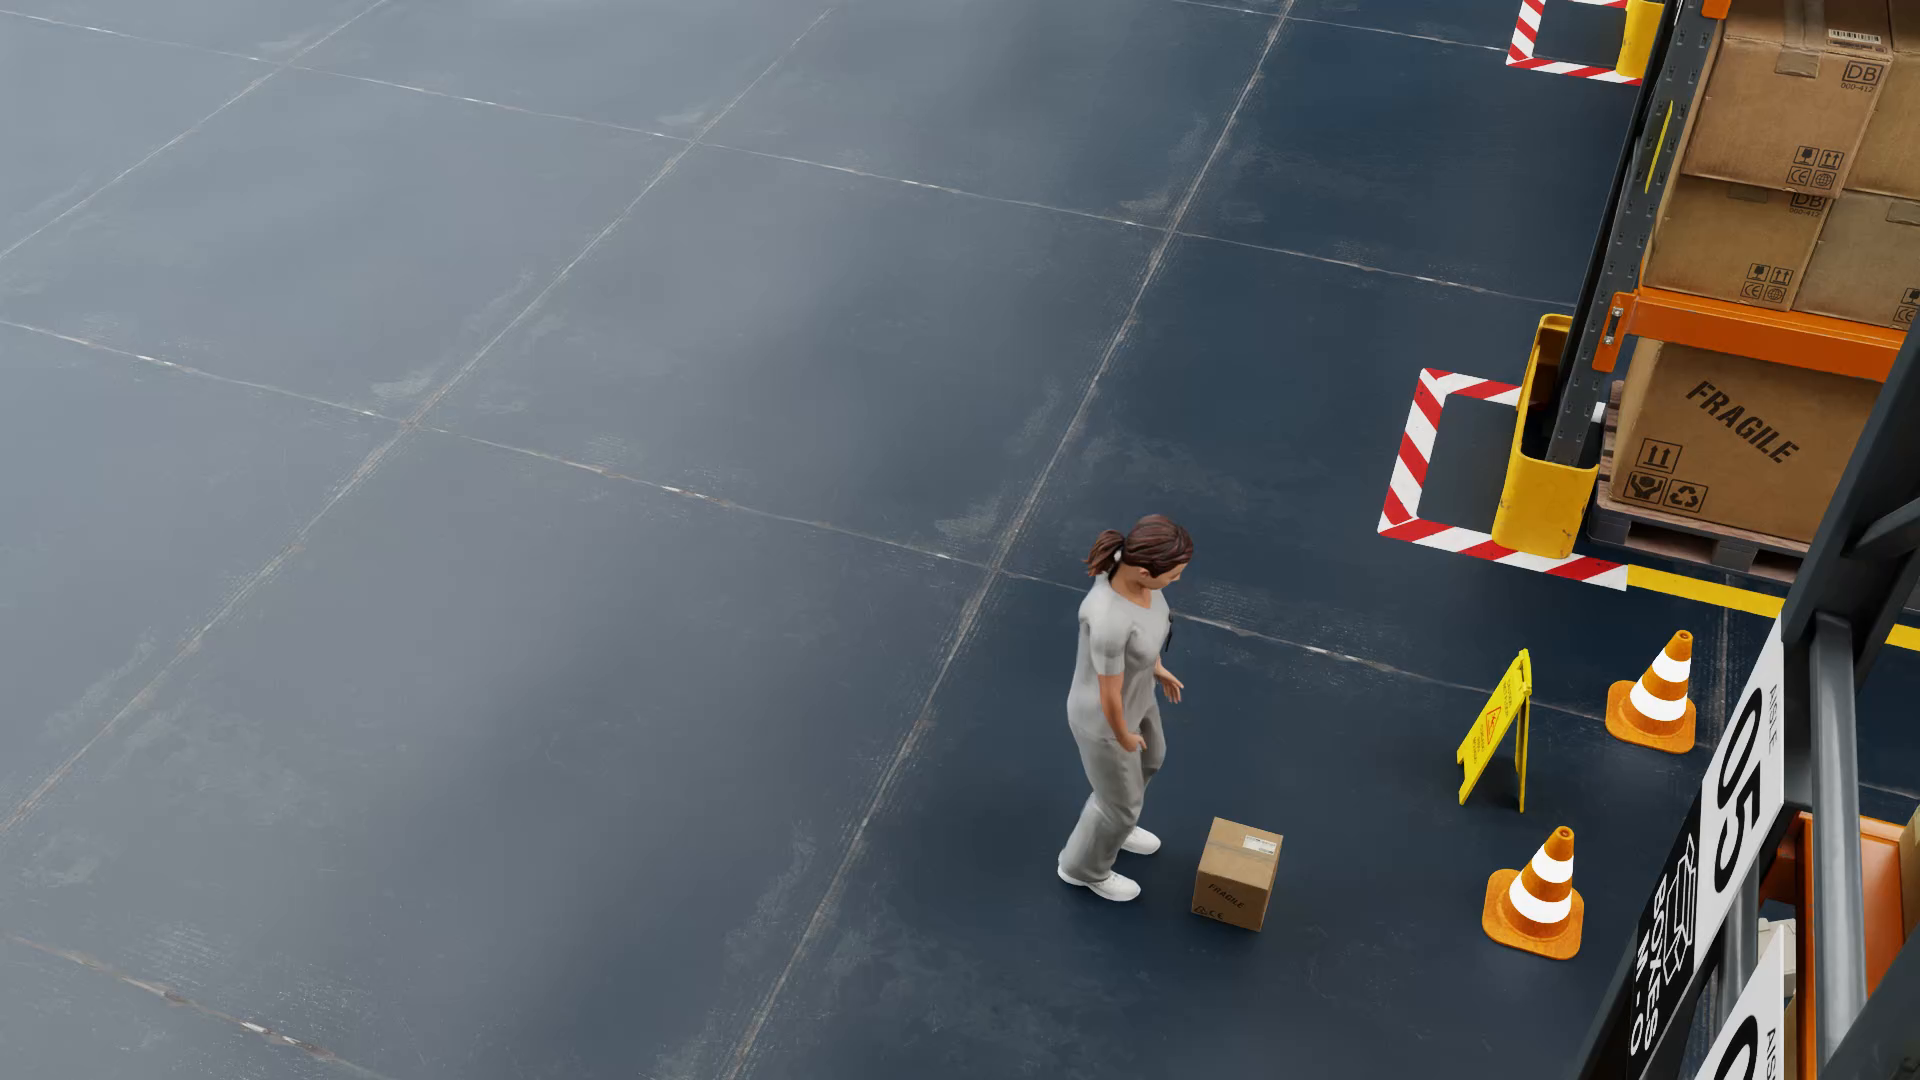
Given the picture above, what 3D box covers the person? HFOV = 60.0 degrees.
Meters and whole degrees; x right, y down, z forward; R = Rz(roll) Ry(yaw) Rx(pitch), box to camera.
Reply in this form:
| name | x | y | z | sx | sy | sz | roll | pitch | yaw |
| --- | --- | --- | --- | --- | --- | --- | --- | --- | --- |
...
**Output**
| name | x | y | z | sx | sy | sz | roll | pitch | yaw |
| --- | --- | --- | --- | --- | --- | --- | --- | --- | --- |
| person | 0.543 | 0.546 | 5.572 | 0.347 | 1.654 | 0.453 | 15 | 44 | 16 |
